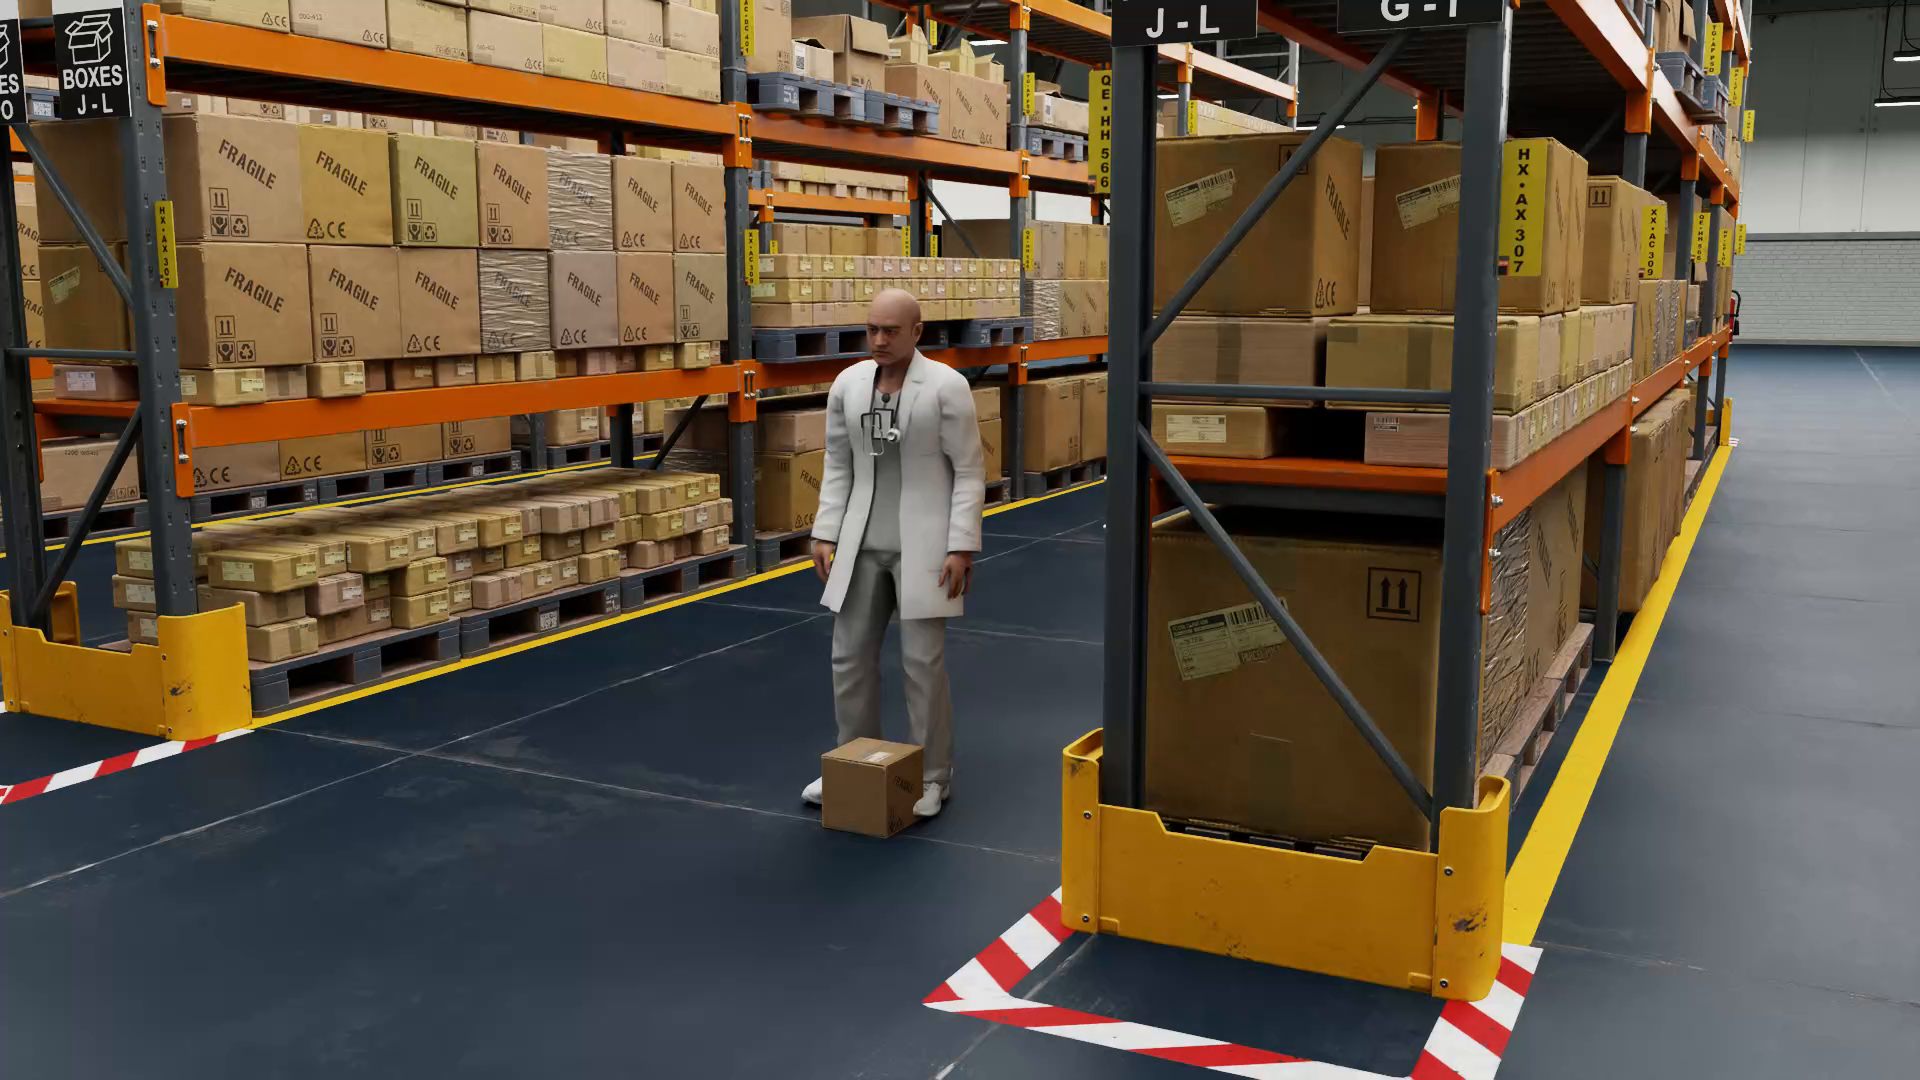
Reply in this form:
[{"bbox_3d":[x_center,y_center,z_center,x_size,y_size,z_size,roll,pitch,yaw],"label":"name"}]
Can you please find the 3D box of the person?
[{"bbox_3d":[-0.223,0.035,5.688,0.640,1.773,0.428,4,10,24],"label":"person"}]
